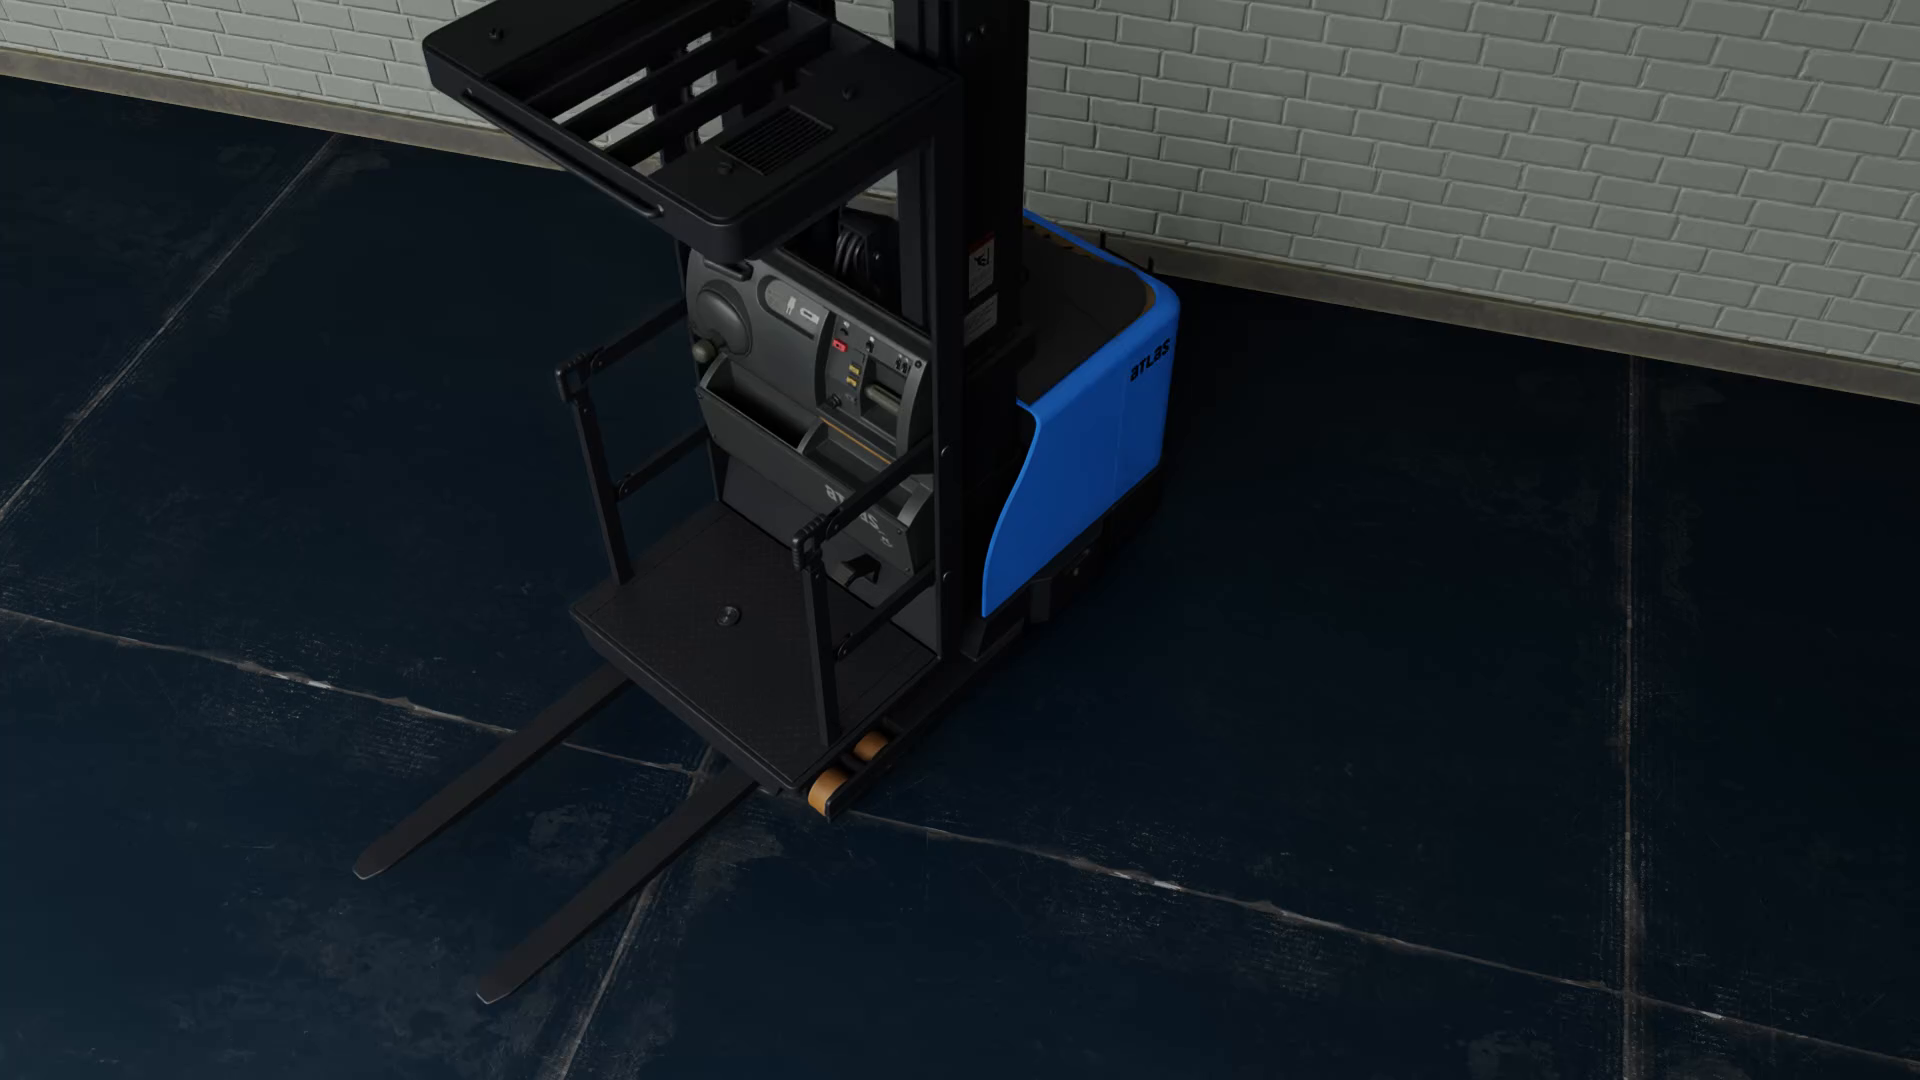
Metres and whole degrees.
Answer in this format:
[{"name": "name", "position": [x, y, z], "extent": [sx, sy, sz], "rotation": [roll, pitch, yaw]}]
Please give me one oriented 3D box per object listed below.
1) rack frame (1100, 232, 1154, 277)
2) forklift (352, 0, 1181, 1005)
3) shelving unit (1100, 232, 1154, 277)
[{"name": "rack frame", "position": [0.602, -0.760, 6.321], "extent": [0.240, 0.900, 0.006], "rotation": [34, 57, 26]}, {"name": "forklift", "position": [-0.599, -0.501, 4.737], "extent": [1.130, 2.935, 3.031], "rotation": [34, 57, 26]}, {"name": "shelving unit", "position": [0.535, -0.703, 6.271], "extent": [0.258, 0.900, 0.210], "rotation": [34, 57, 26]}]
